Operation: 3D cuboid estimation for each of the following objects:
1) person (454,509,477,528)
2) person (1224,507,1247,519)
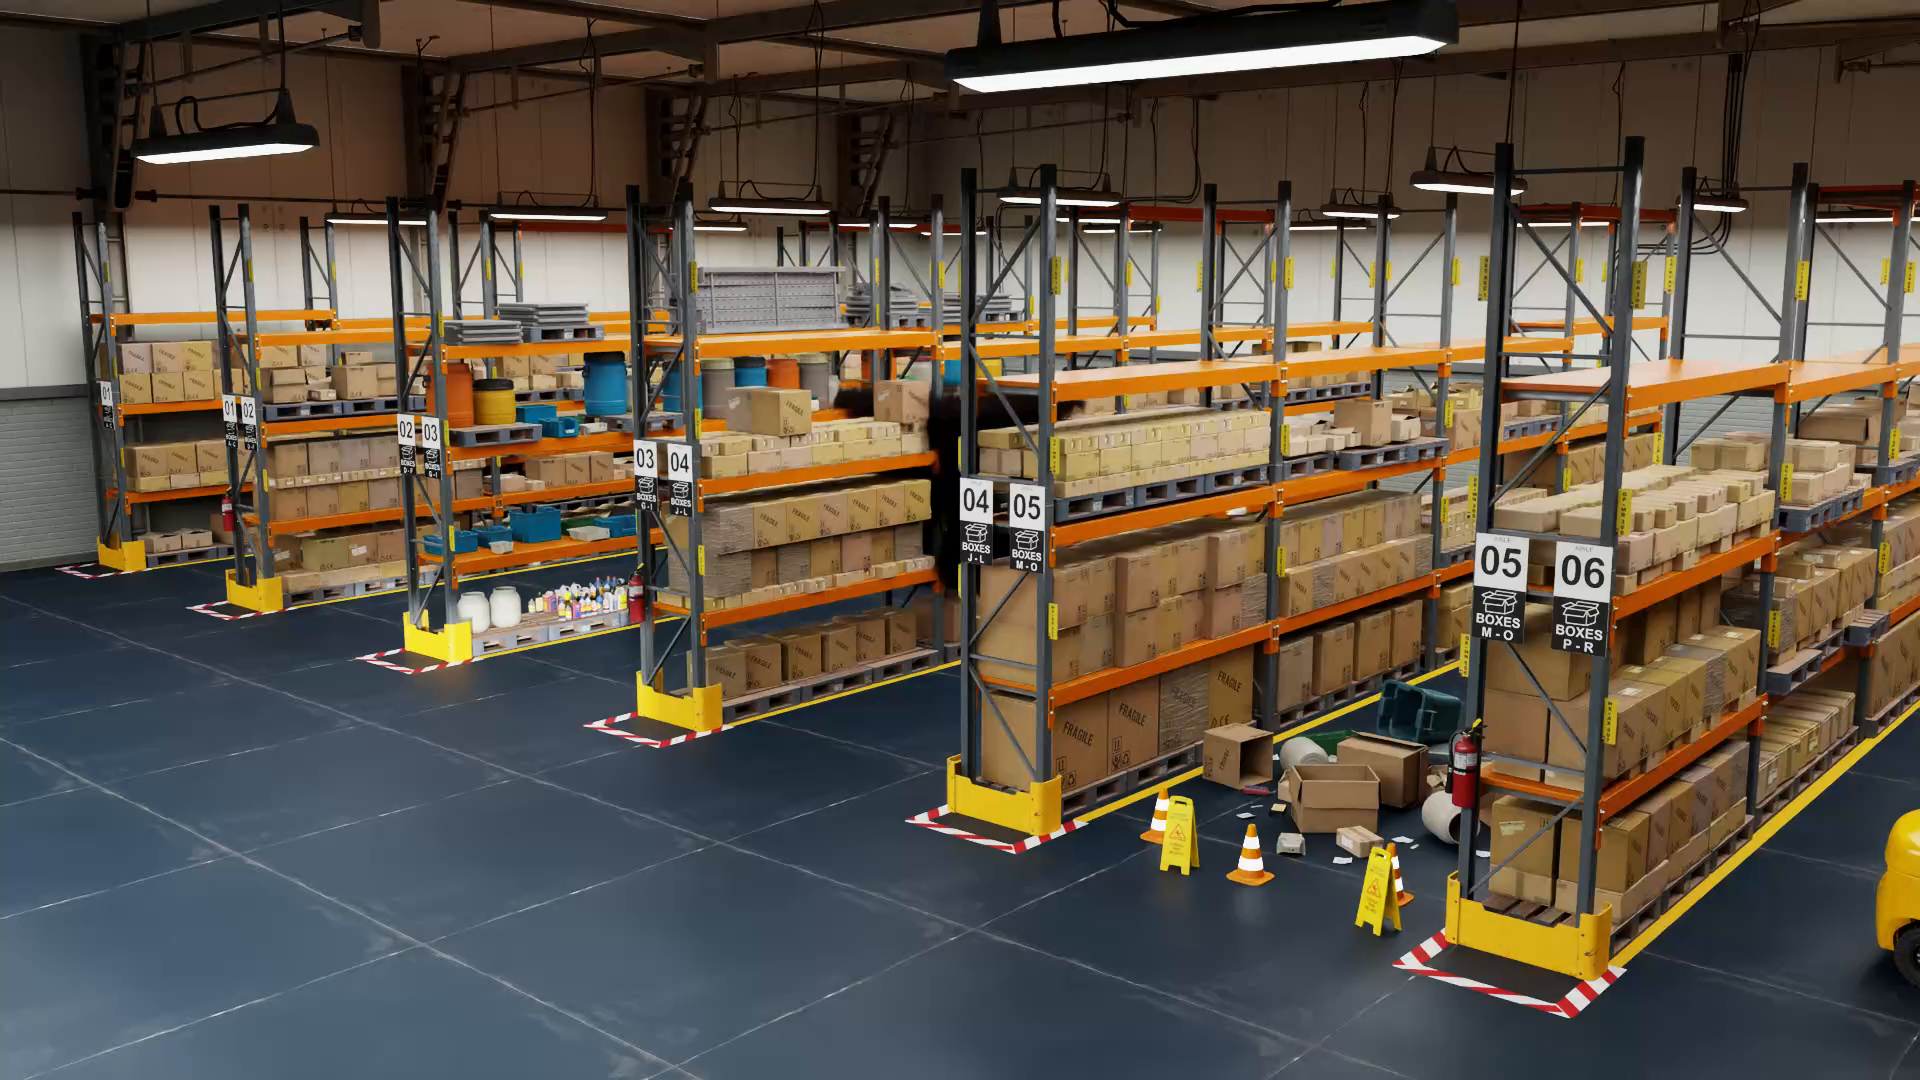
[{"bbox_3d":[-8.832,-0.607,29.666,0.405,1.734,0.540,5,11,27],"label":"person"},{"bbox_3d":[3.732,0.380,22.072,0.546,1.766,0.966,8,13,41],"label":"person"}]
